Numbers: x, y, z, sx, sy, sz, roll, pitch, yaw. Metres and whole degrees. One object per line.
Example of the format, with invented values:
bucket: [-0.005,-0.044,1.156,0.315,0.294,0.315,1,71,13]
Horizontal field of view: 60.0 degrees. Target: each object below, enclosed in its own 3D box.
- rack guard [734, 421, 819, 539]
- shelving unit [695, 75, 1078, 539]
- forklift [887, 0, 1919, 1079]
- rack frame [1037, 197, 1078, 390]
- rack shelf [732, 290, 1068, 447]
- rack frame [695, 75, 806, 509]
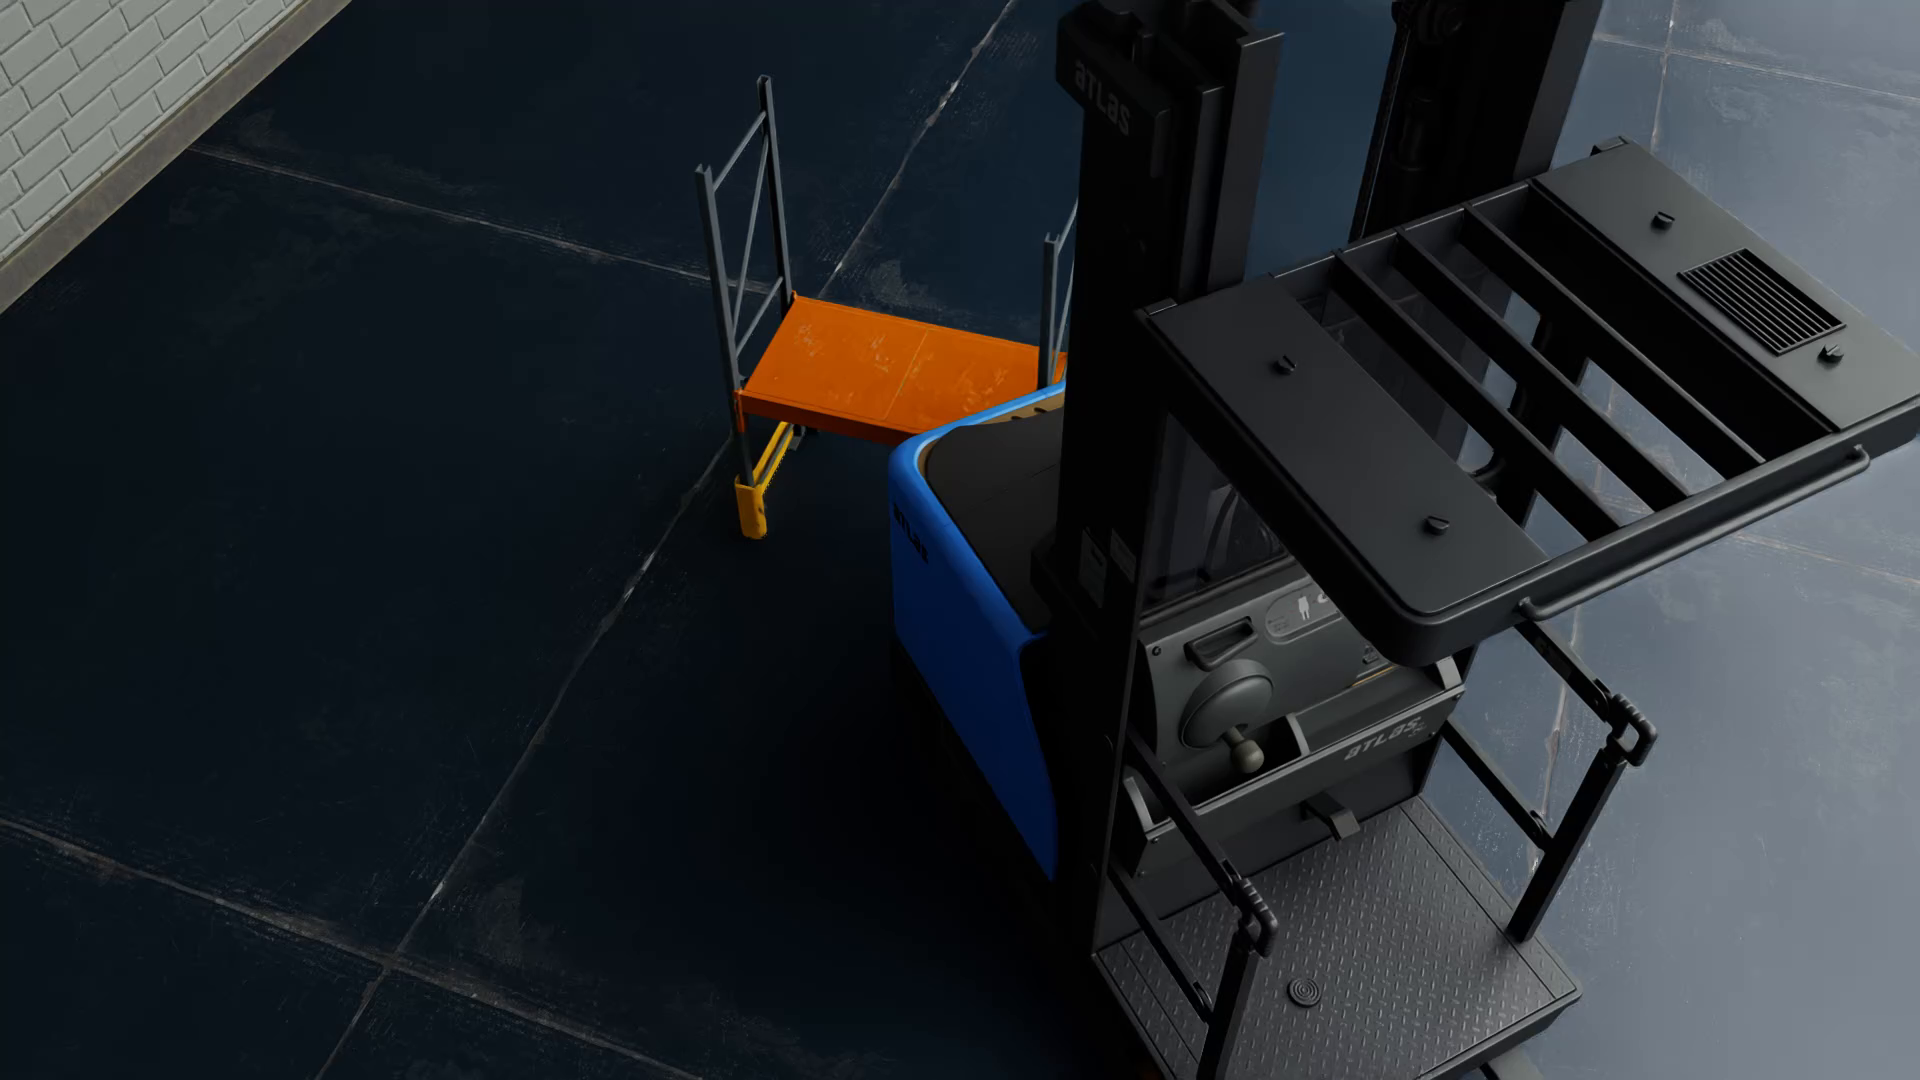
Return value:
rack guard: [-0.636,-0.303,5.847,0.087,0.250,0.587,13,50,11]
shelving unit: [-0.161,-0.599,5.277,1.083,1.500,0.587,13,50,11]
forklift: [0.911,0.305,3.546,1.130,2.935,3.031,-22,52,-18]
rack frame: [0.315,-0.485,5.178,0.032,1.500,0.500,13,50,11]
rack shelf: [-0.170,-0.483,5.414,1.000,0.185,0.538,13,50,11]
rack frame: [-0.655,-0.717,5.379,0.032,1.500,0.500,13,50,11]
